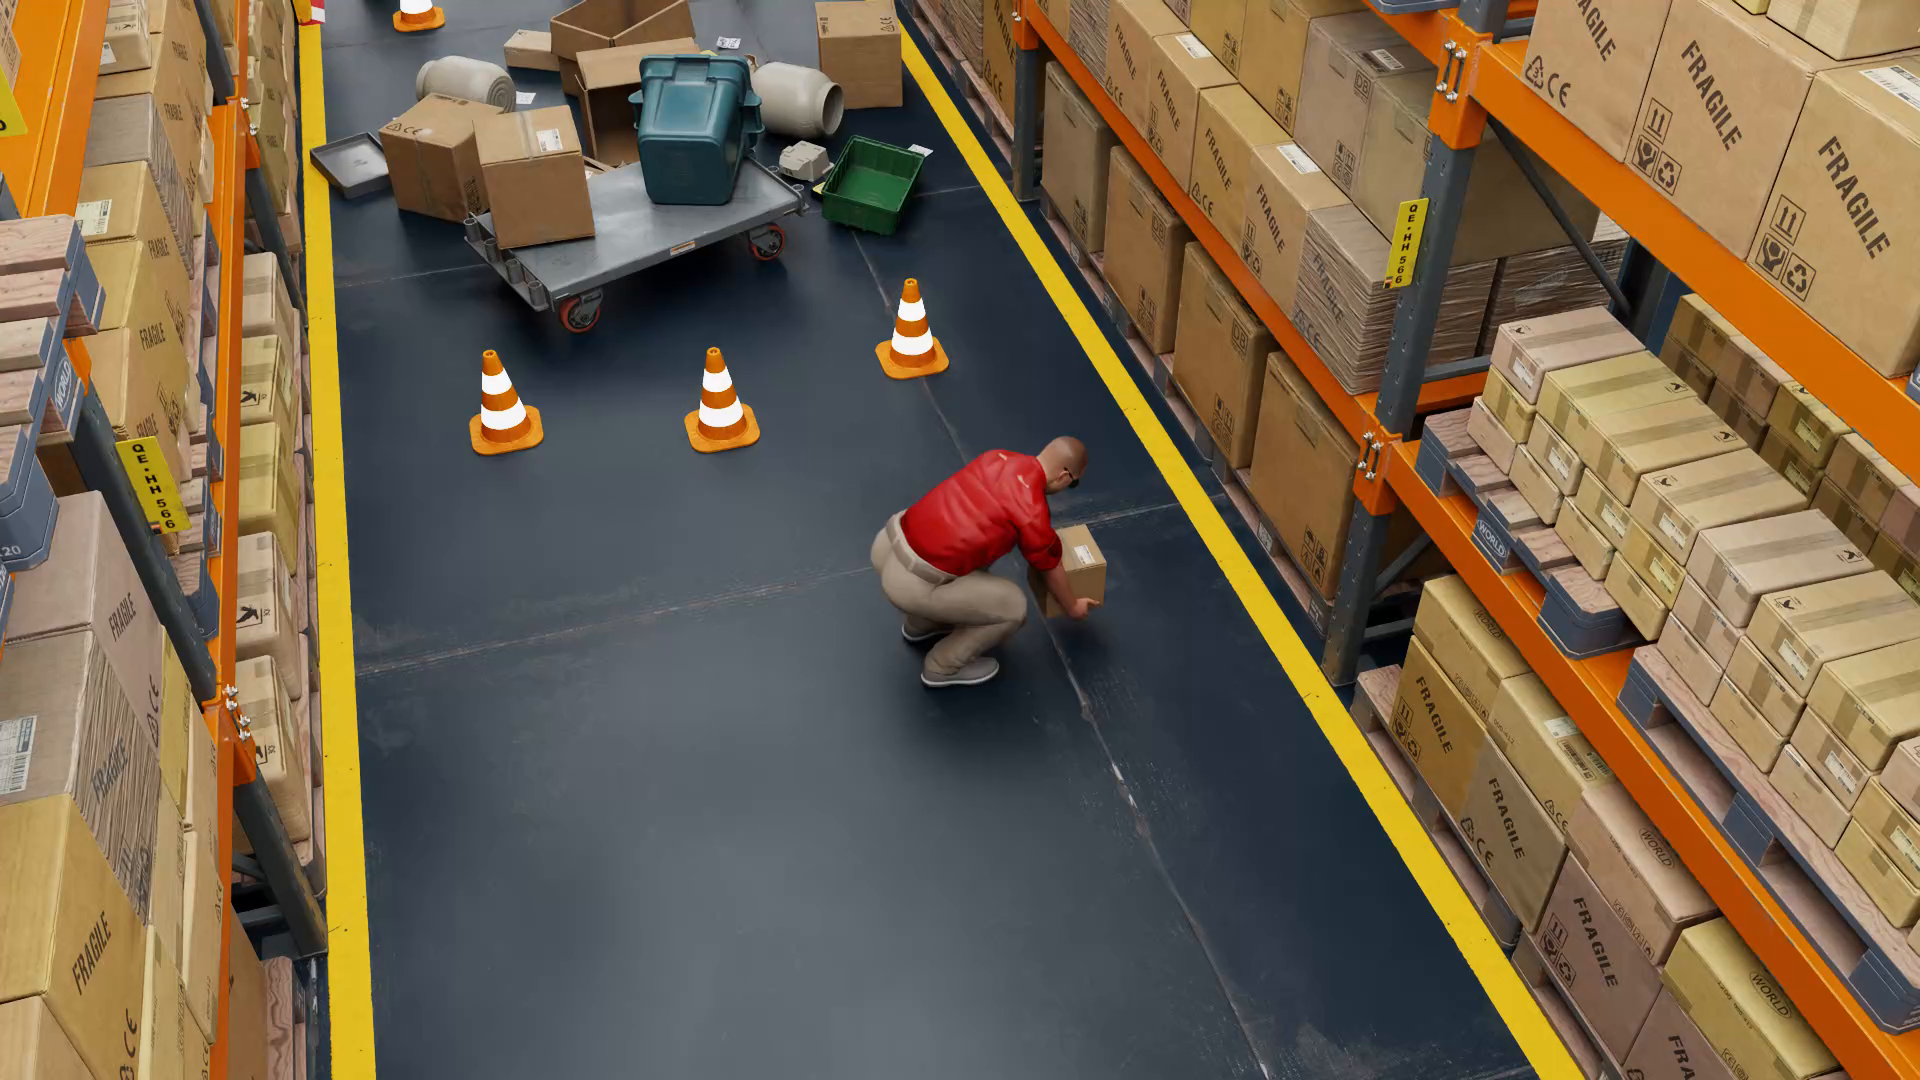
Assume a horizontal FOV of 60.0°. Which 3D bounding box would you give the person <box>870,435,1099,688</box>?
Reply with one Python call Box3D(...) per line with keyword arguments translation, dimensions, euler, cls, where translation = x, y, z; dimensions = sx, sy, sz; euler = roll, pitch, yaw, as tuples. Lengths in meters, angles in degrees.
Box3D(translation=(0.098, 0.074, 6.659), dimensions=(0.908, 0.977, 0.536), euler=(-13, 44, -14), cls="person")
